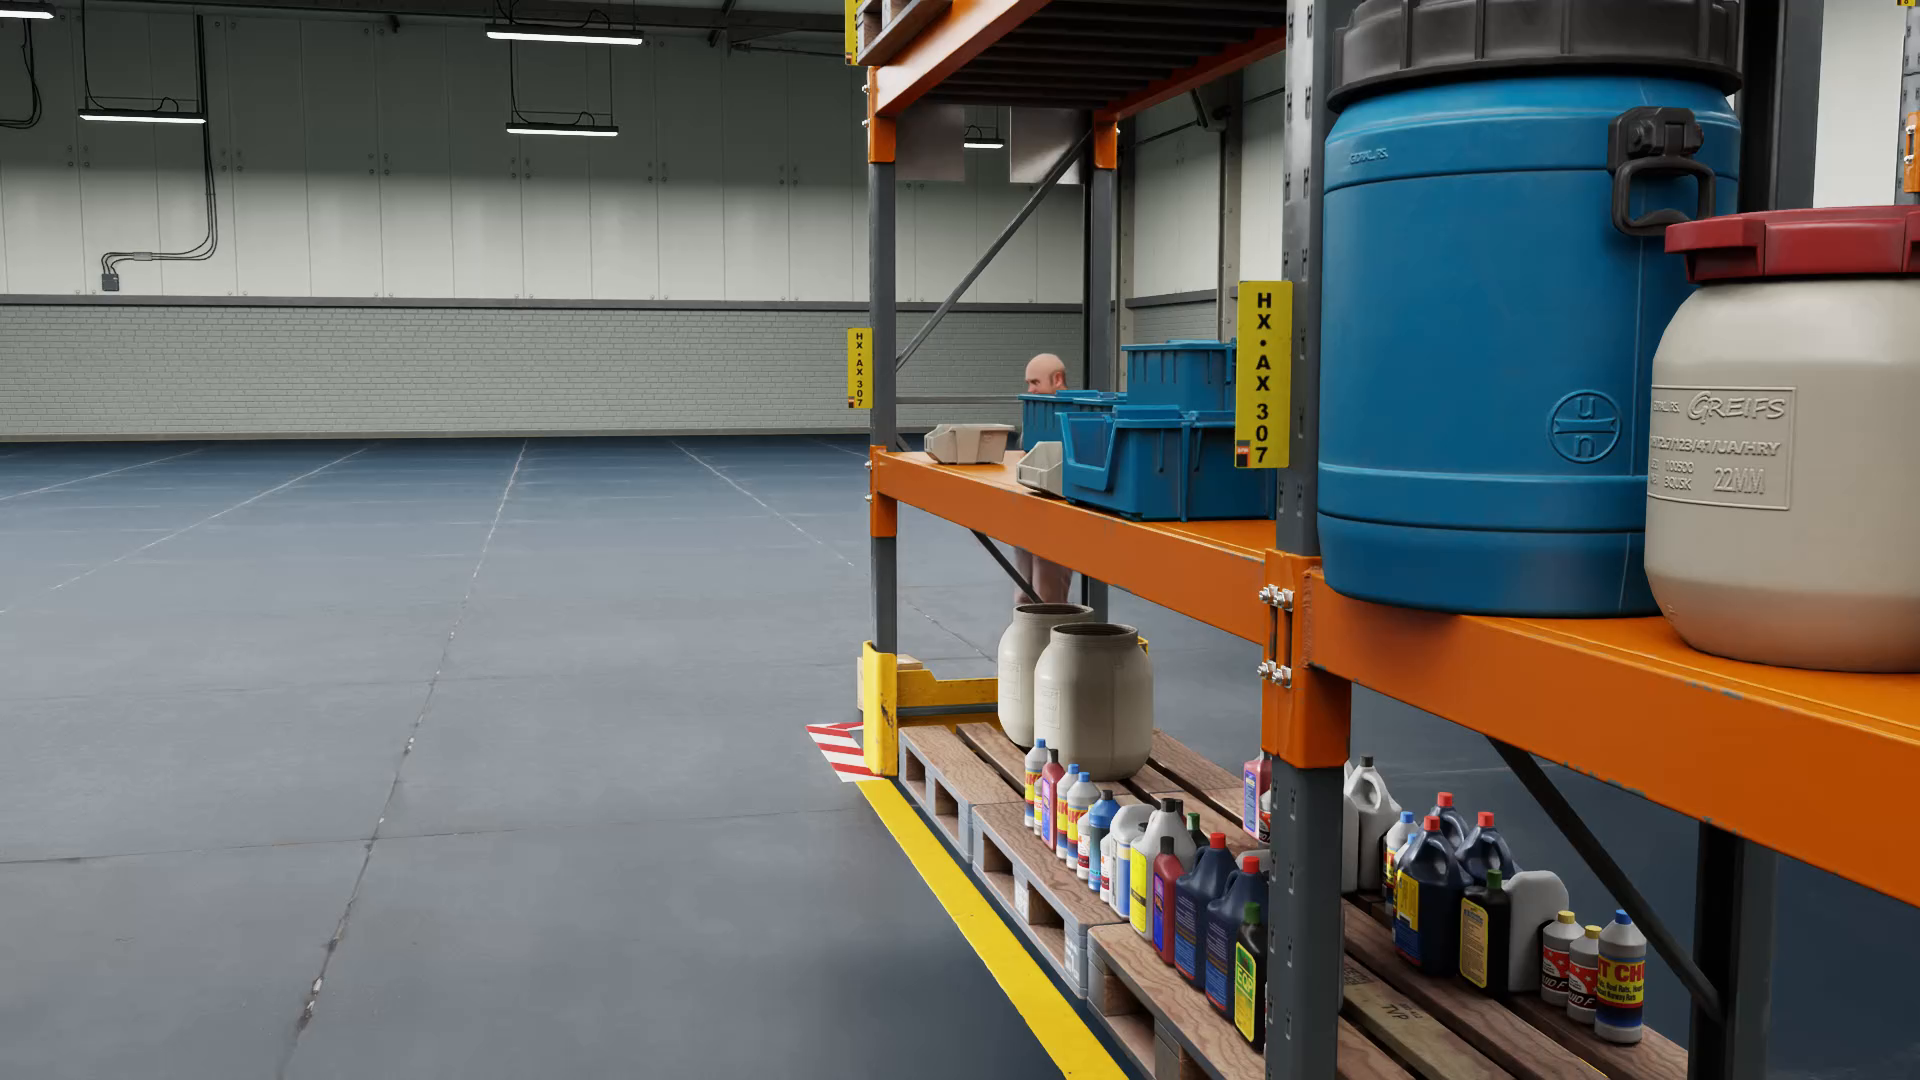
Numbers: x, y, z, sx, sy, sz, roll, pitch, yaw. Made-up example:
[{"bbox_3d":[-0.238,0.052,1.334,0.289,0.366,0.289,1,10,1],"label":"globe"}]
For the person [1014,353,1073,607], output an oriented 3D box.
[{"bbox_3d":[0.440,-0.049,8.105,0.352,1.711,0.536,-2,6,-19],"label":"person"}]
